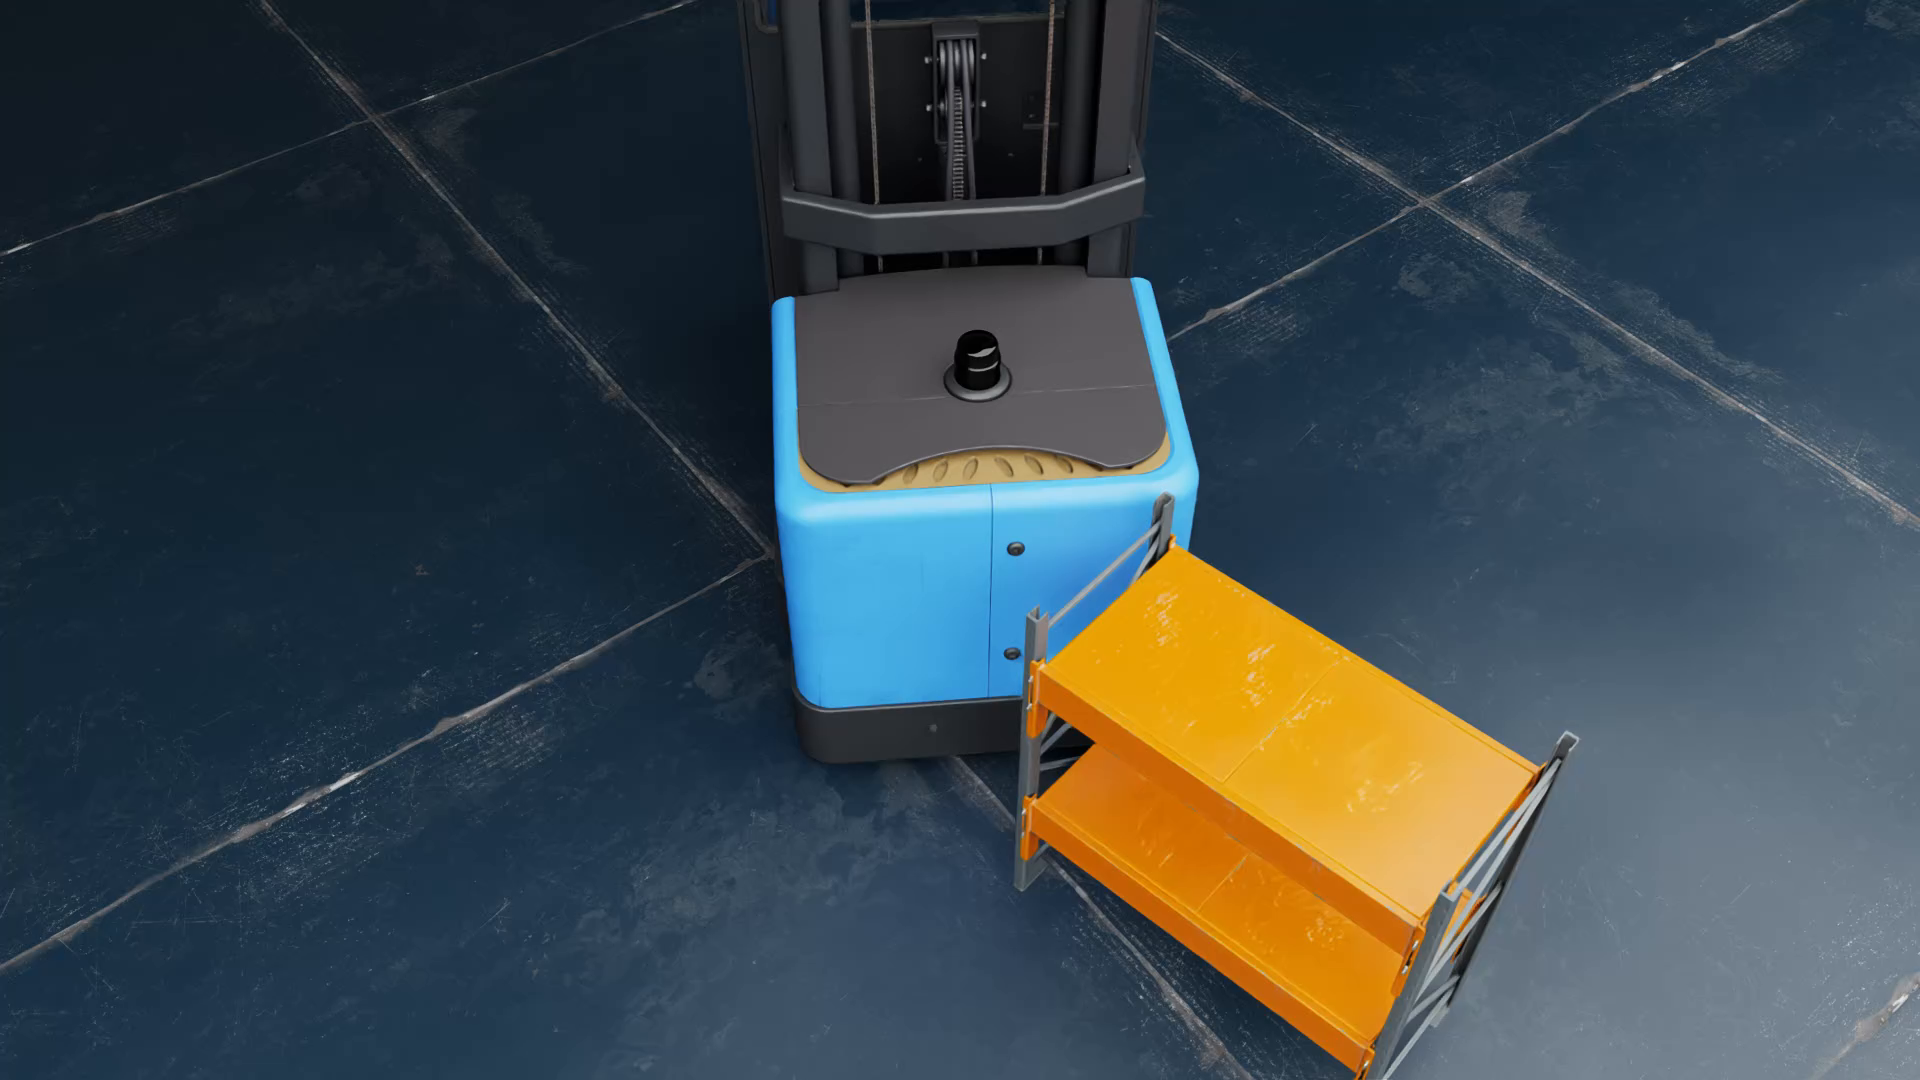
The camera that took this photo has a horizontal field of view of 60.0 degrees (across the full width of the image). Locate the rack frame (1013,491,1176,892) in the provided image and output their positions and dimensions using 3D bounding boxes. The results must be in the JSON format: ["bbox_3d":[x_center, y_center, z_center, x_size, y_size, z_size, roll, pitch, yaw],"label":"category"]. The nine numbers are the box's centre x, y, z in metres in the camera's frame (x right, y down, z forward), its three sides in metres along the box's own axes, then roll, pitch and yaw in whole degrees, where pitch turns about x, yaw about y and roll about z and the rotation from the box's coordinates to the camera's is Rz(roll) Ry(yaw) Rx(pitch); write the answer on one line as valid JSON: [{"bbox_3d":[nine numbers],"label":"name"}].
[{"bbox_3d":[0.319,0.410,4.119,0.032,1.125,0.500,33,56,27],"label":"rack frame"}]

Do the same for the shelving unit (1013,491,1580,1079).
[{"bbox_3d":[0.699,0.660,3.892,1.048,1.125,0.538,33,56,27],"label":"shelving unit"}]

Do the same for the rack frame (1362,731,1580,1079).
[{"bbox_3d":[1.079,0.910,3.665,0.032,1.125,0.500,33,56,27],"label":"rack frame"}]

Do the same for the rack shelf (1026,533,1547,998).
[{"bbox_3d":[0.699,0.463,3.675,1.000,0.278,0.538,33,56,27],"label":"rack shelf"}]

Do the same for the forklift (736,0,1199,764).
[{"bbox_3d":[-0.053,-1.463,4.598,1.130,2.935,3.031,-4,48,-3],"label":"forklift"}]

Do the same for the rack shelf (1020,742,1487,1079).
[{"bbox_3d":[0.699,0.824,4.073,1.000,0.278,0.538,33,56,27],"label":"rack shelf"}]
